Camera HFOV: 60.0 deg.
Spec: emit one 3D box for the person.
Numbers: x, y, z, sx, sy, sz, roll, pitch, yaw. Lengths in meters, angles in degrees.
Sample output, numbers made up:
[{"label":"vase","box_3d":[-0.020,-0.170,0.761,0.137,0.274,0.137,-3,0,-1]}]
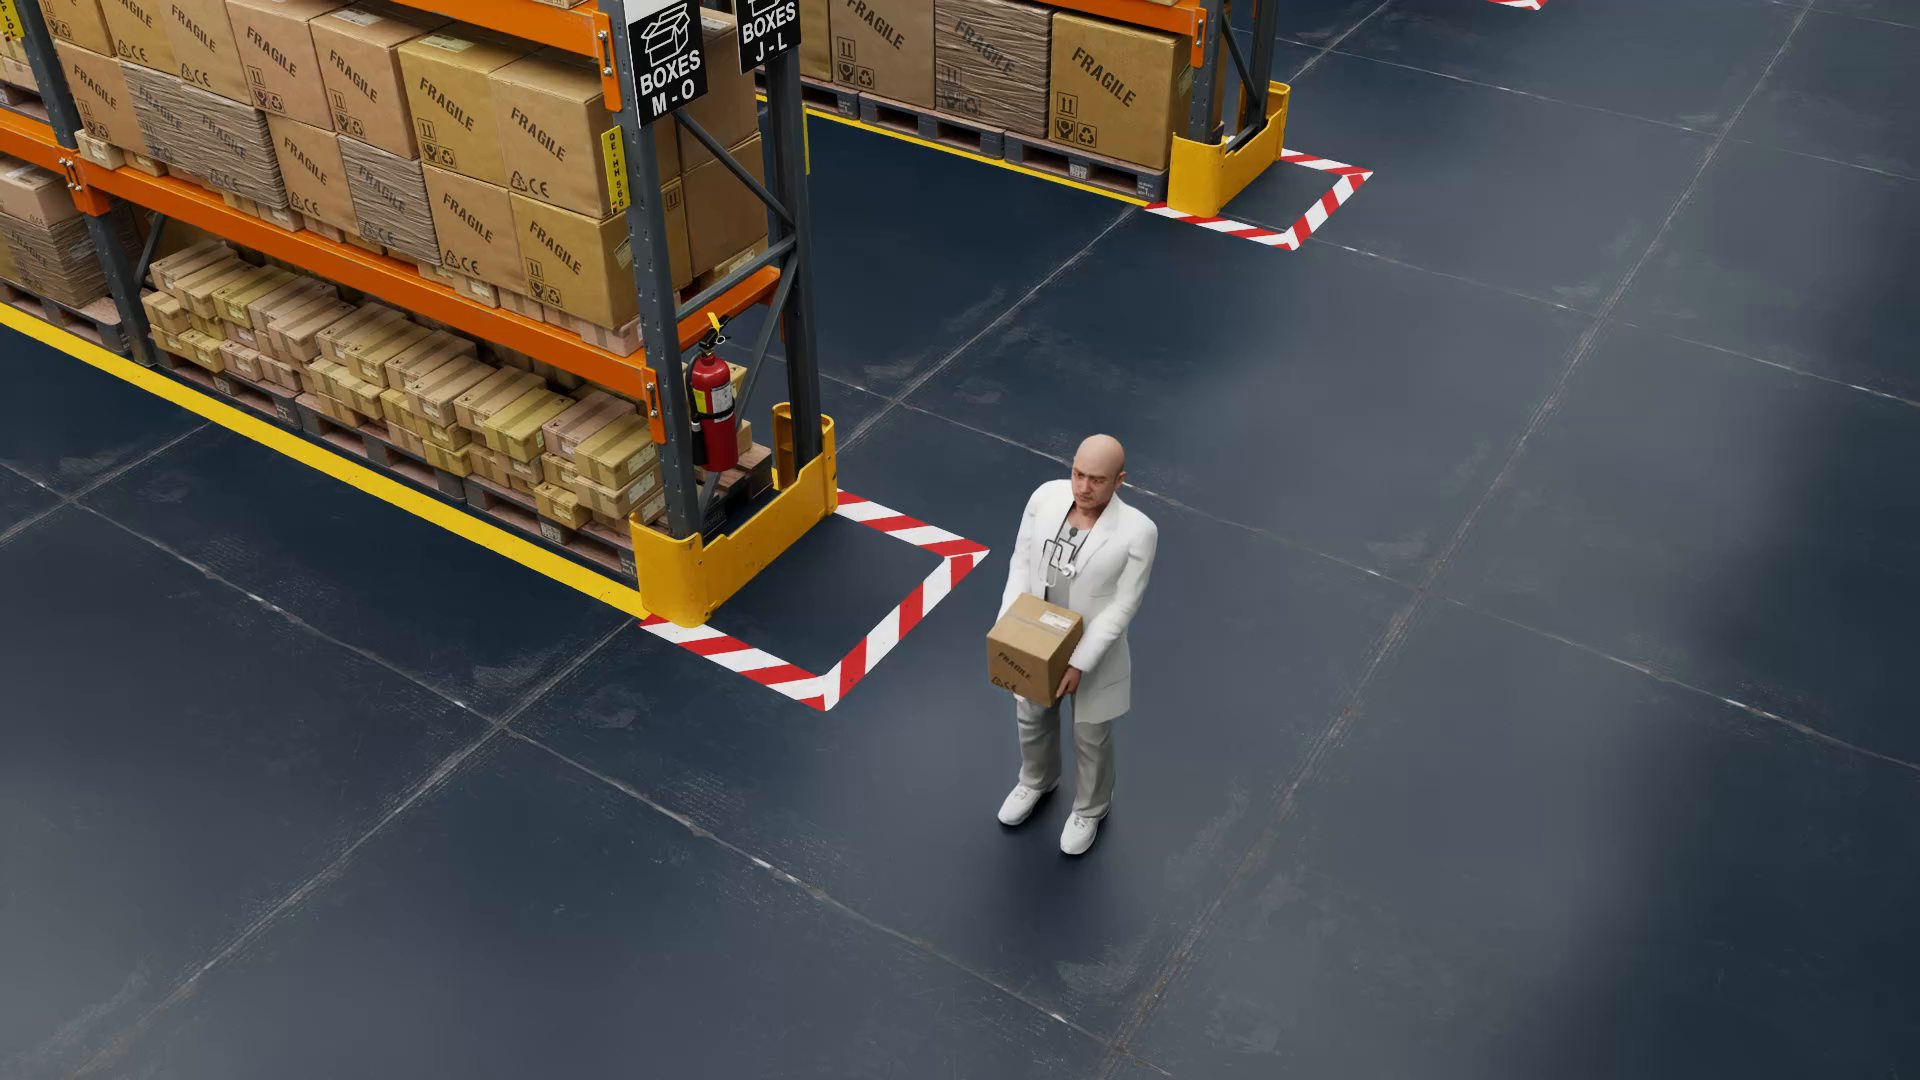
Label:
[{"label":"person","box_3d":[0.375,0.438,6.132,0.531,1.773,0.554,21,43,25]}]
